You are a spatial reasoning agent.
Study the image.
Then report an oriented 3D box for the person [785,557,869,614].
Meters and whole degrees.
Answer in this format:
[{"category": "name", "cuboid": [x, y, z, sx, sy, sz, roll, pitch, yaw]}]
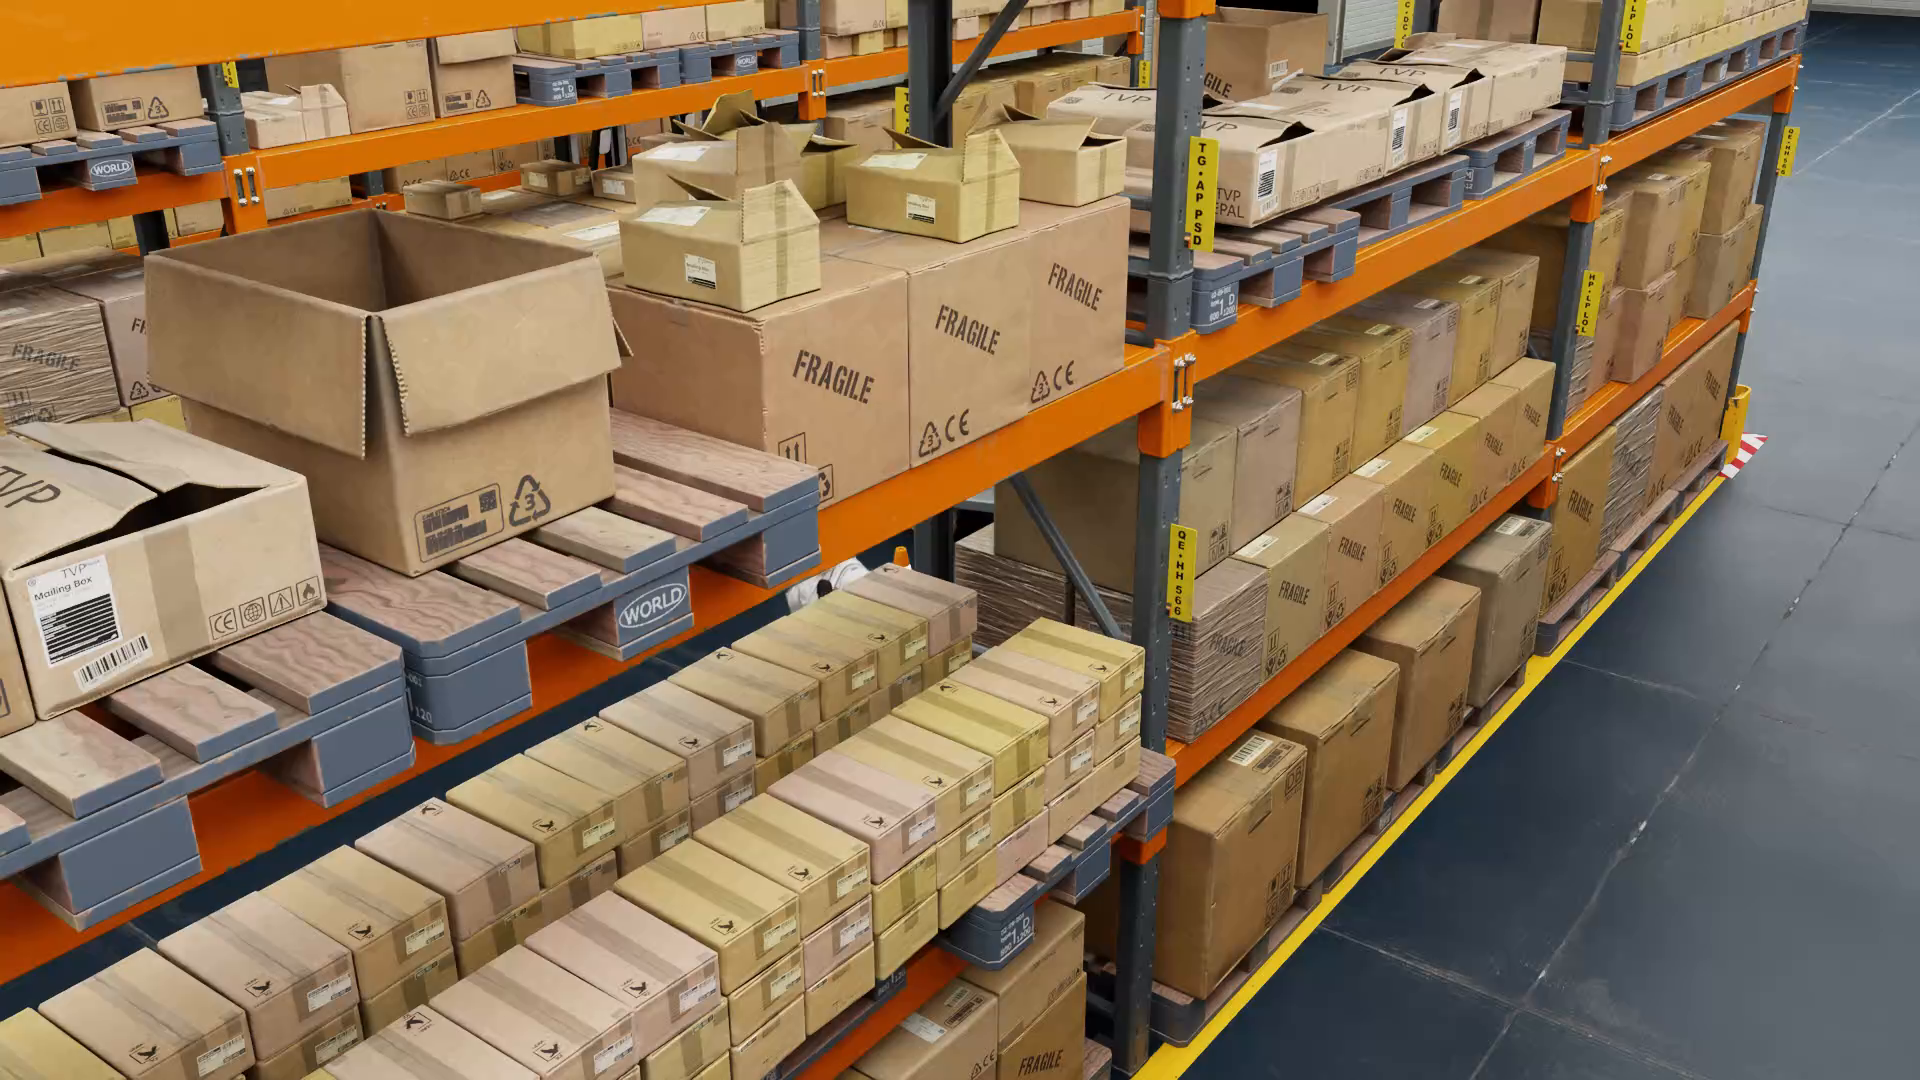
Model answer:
[{"category": "person", "cuboid": [-0.488, 0.529, 7.394, 0.488, 1.624, 0.938, 18, 29, 35]}]
